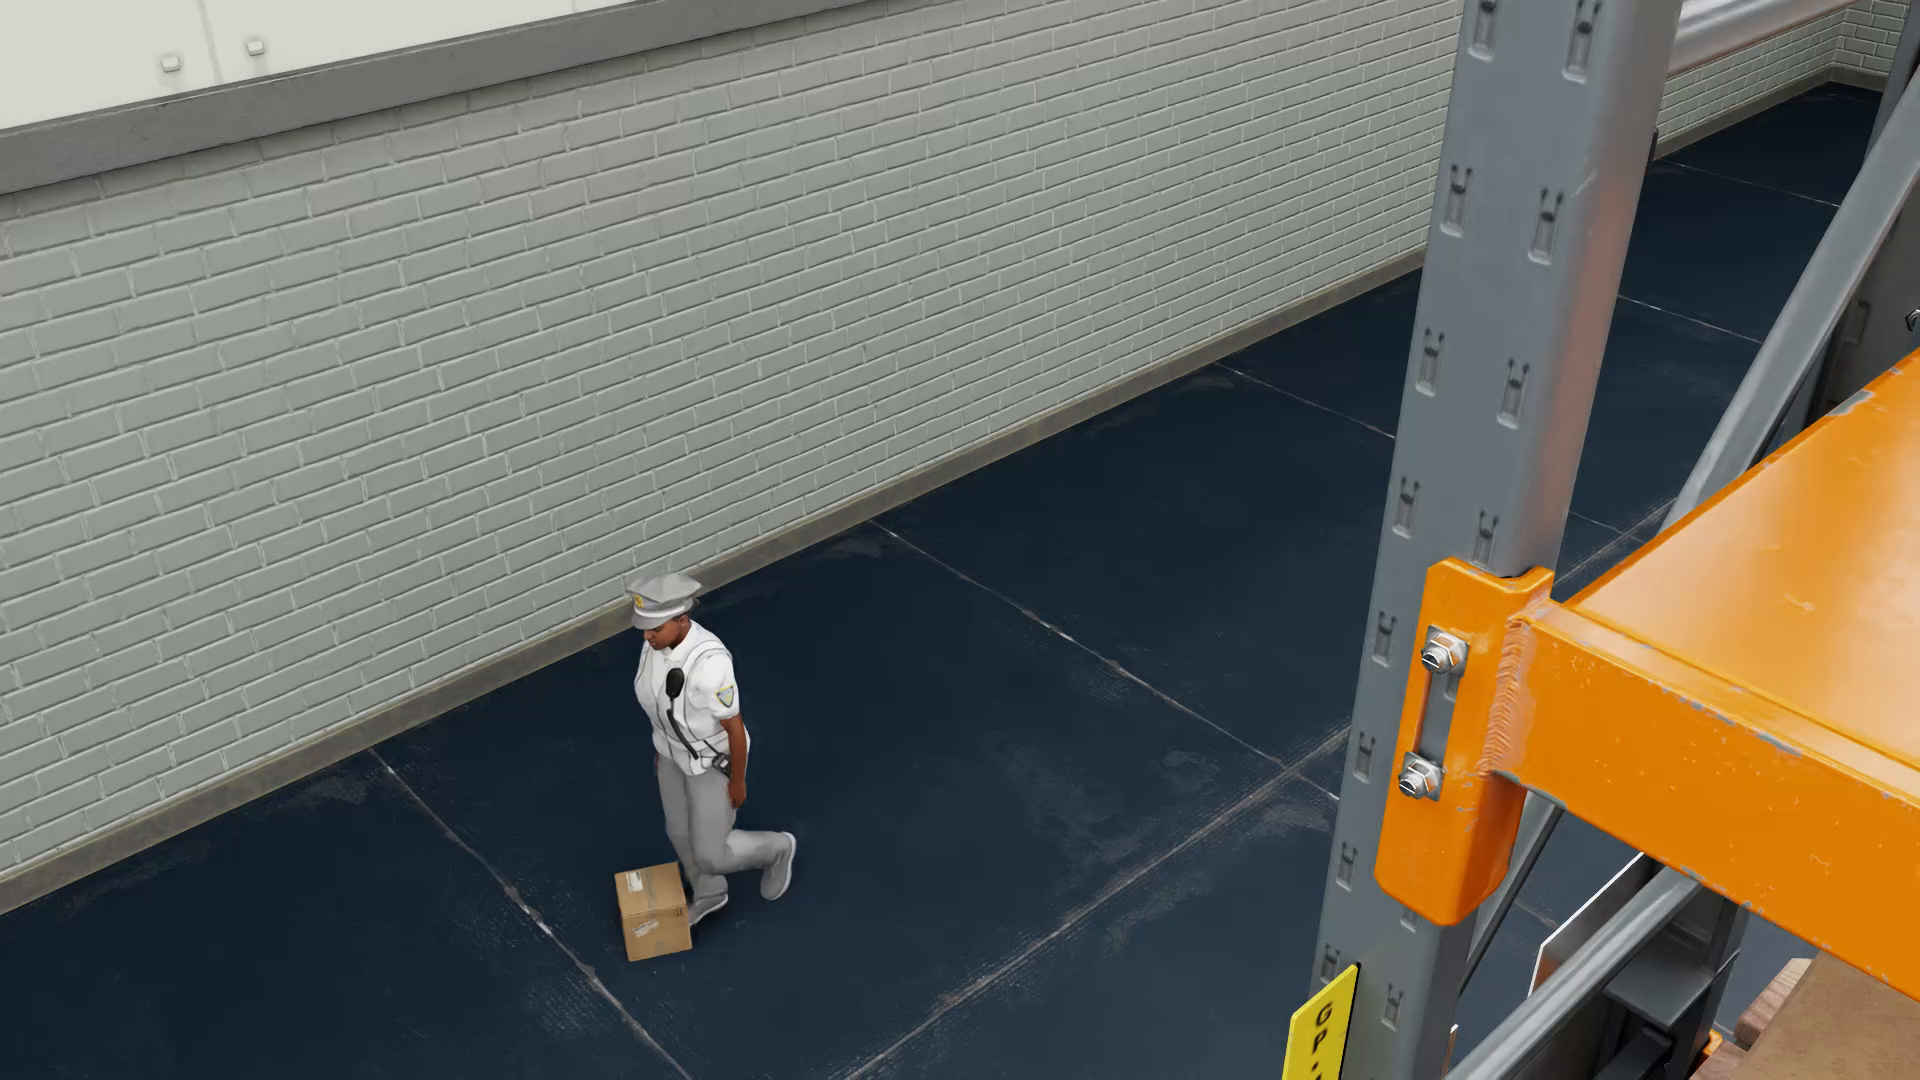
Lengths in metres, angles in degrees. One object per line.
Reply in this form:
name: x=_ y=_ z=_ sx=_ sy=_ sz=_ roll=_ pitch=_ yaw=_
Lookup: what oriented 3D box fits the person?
person: x=-0.936 y=0.798 z=6.316 sx=0.527 sy=1.647 sz=0.456 roll=-28 pitch=41 yaw=-37
